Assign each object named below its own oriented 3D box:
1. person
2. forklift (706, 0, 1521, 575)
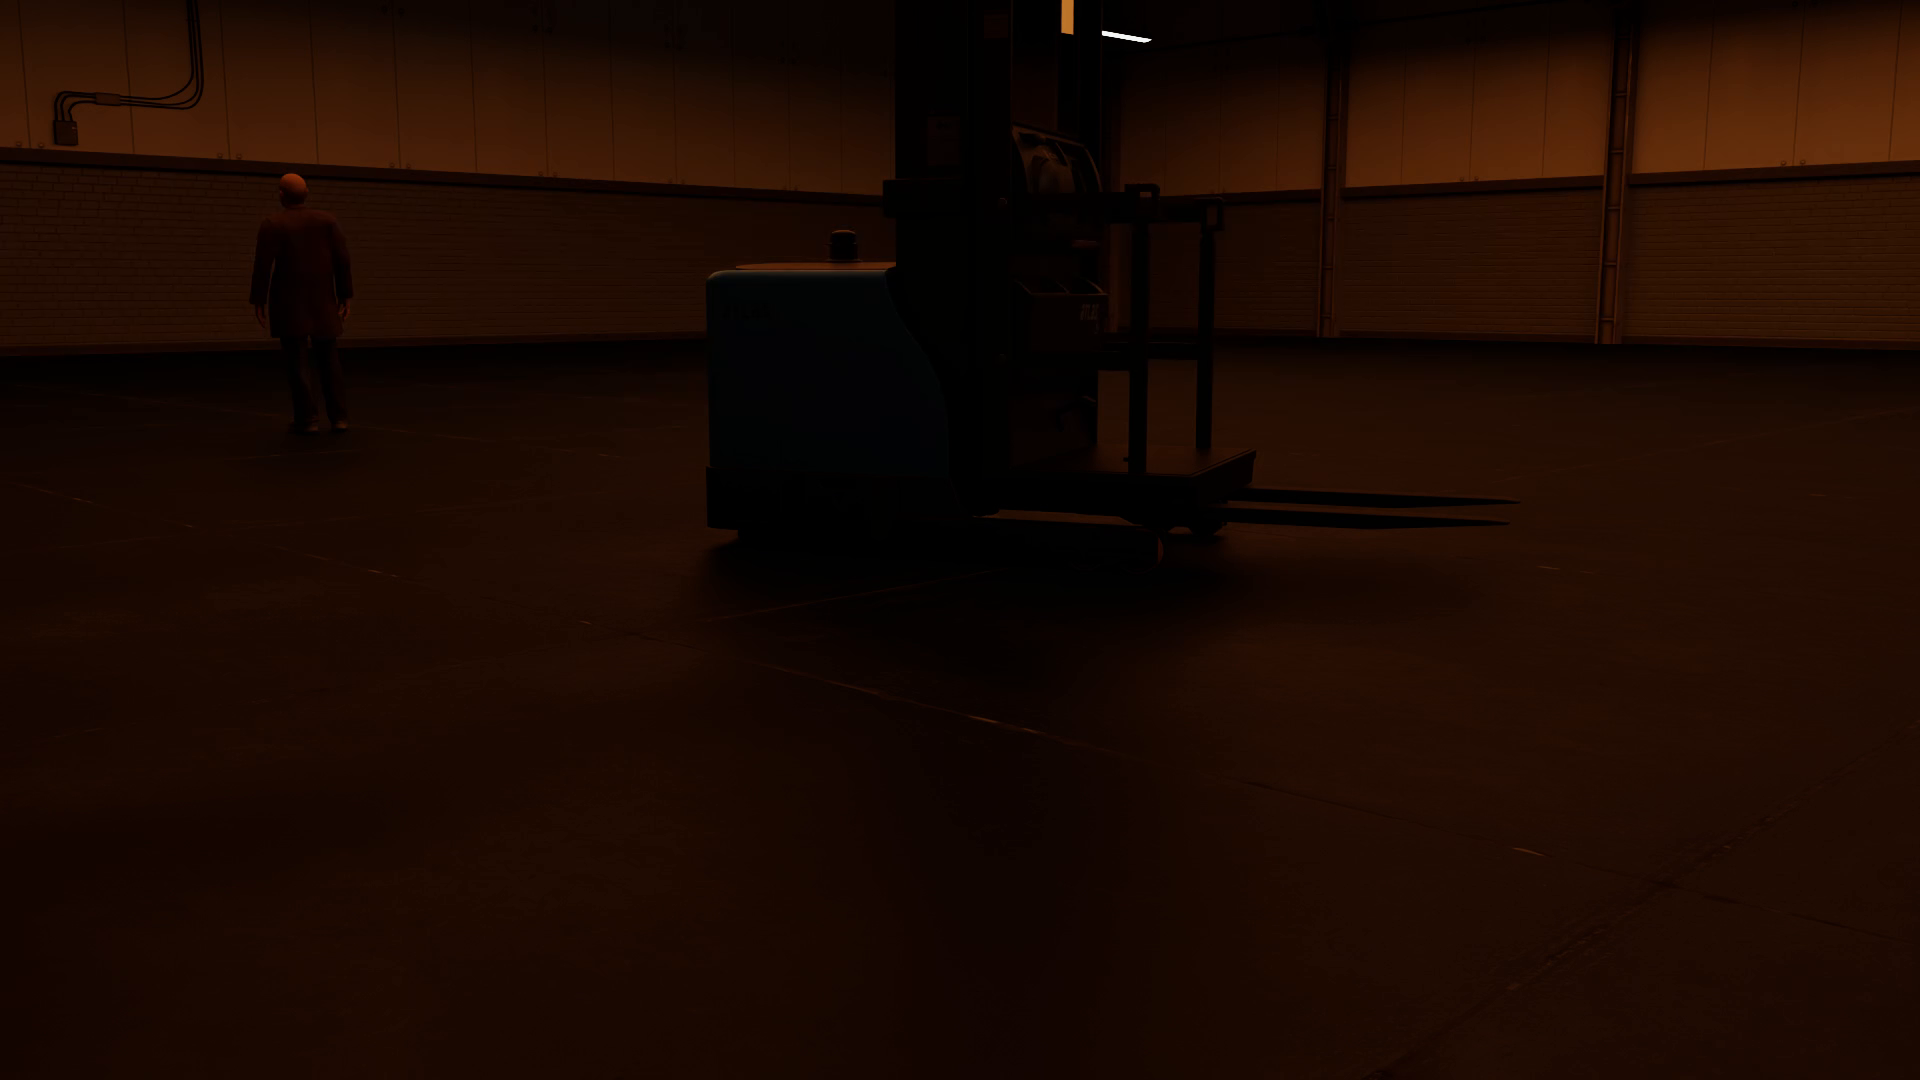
[{"bbox_3d":[-4.614,-1.645,11.629,0.695,1.775,0.582,-6,10,-34],"label":"person"},{"bbox_3d":[0.565,-1.416,6.275,3.031,2.935,1.130,3,9,22],"label":"forklift"}]
